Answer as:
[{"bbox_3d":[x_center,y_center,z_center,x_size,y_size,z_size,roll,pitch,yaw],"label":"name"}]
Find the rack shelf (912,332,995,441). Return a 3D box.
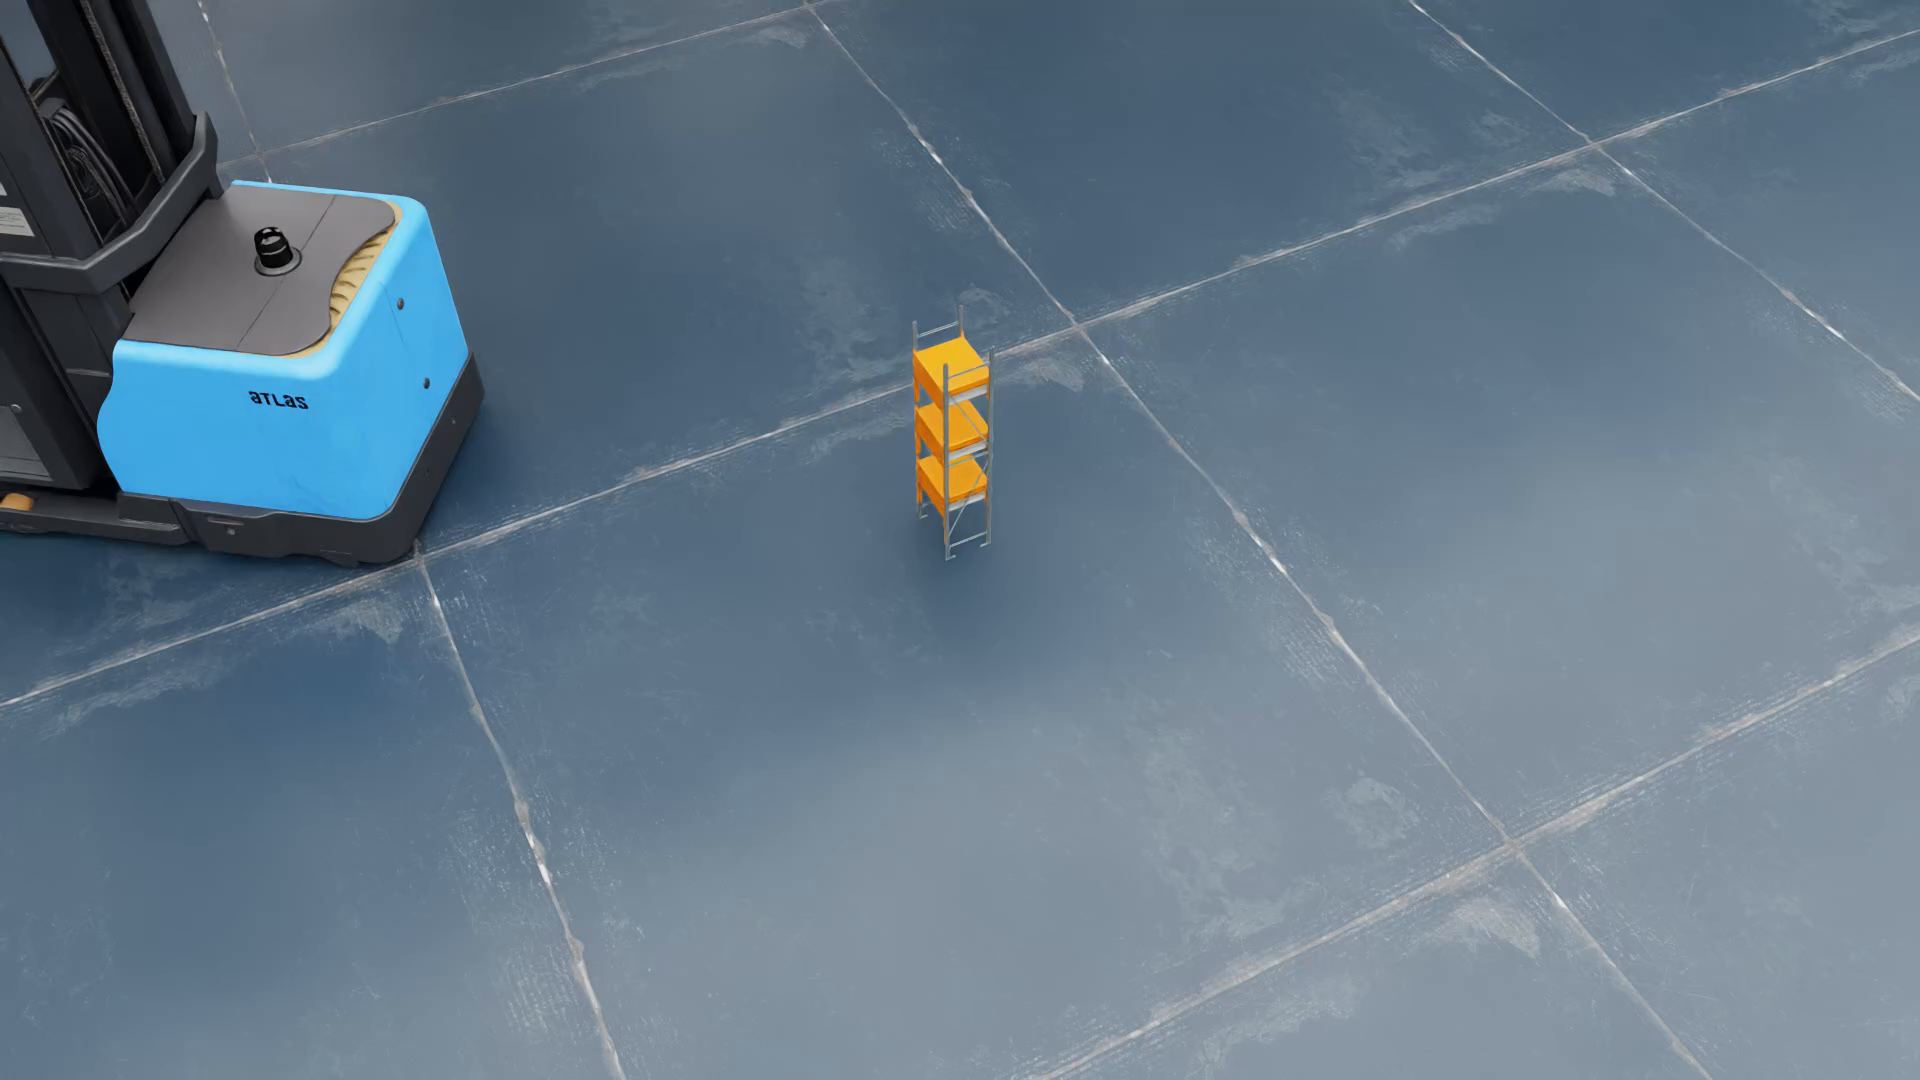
[{"bbox_3d":[-0.024,-0.561,6.073,0.215,0.259,0.240,-21,52,-18],"label":"rack shelf"}]

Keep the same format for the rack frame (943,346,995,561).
[{"bbox_3d":[0.031,-0.300,6.207,0.200,1.050,0.008,-21,52,-18],"label":"rack frame"}]

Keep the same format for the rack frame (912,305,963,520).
[{"bbox_3d":[-0.080,-0.463,6.350,0.200,1.050,0.008,-21,52,-18],"label":"rack frame"}]

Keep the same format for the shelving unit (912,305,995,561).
[{"bbox_3d":[-0.024,-0.381,6.279,0.215,1.050,0.252,-21,52,-18],"label":"shelving unit"}]

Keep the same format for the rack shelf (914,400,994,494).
[{"bbox_3d":[-0.024,-0.374,6.287,0.215,0.259,0.240,-21,52,-18],"label":"rack shelf"}]

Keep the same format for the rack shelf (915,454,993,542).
[{"bbox_3d":[-0.024,-0.192,6.496,0.215,0.259,0.240,-21,52,-18],"label":"rack shelf"}]

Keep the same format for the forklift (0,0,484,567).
[{"bbox_3d":[-3.588,-1.379,5.902,3.031,2.935,1.130,7,49,6],"label":"forklift"}]
